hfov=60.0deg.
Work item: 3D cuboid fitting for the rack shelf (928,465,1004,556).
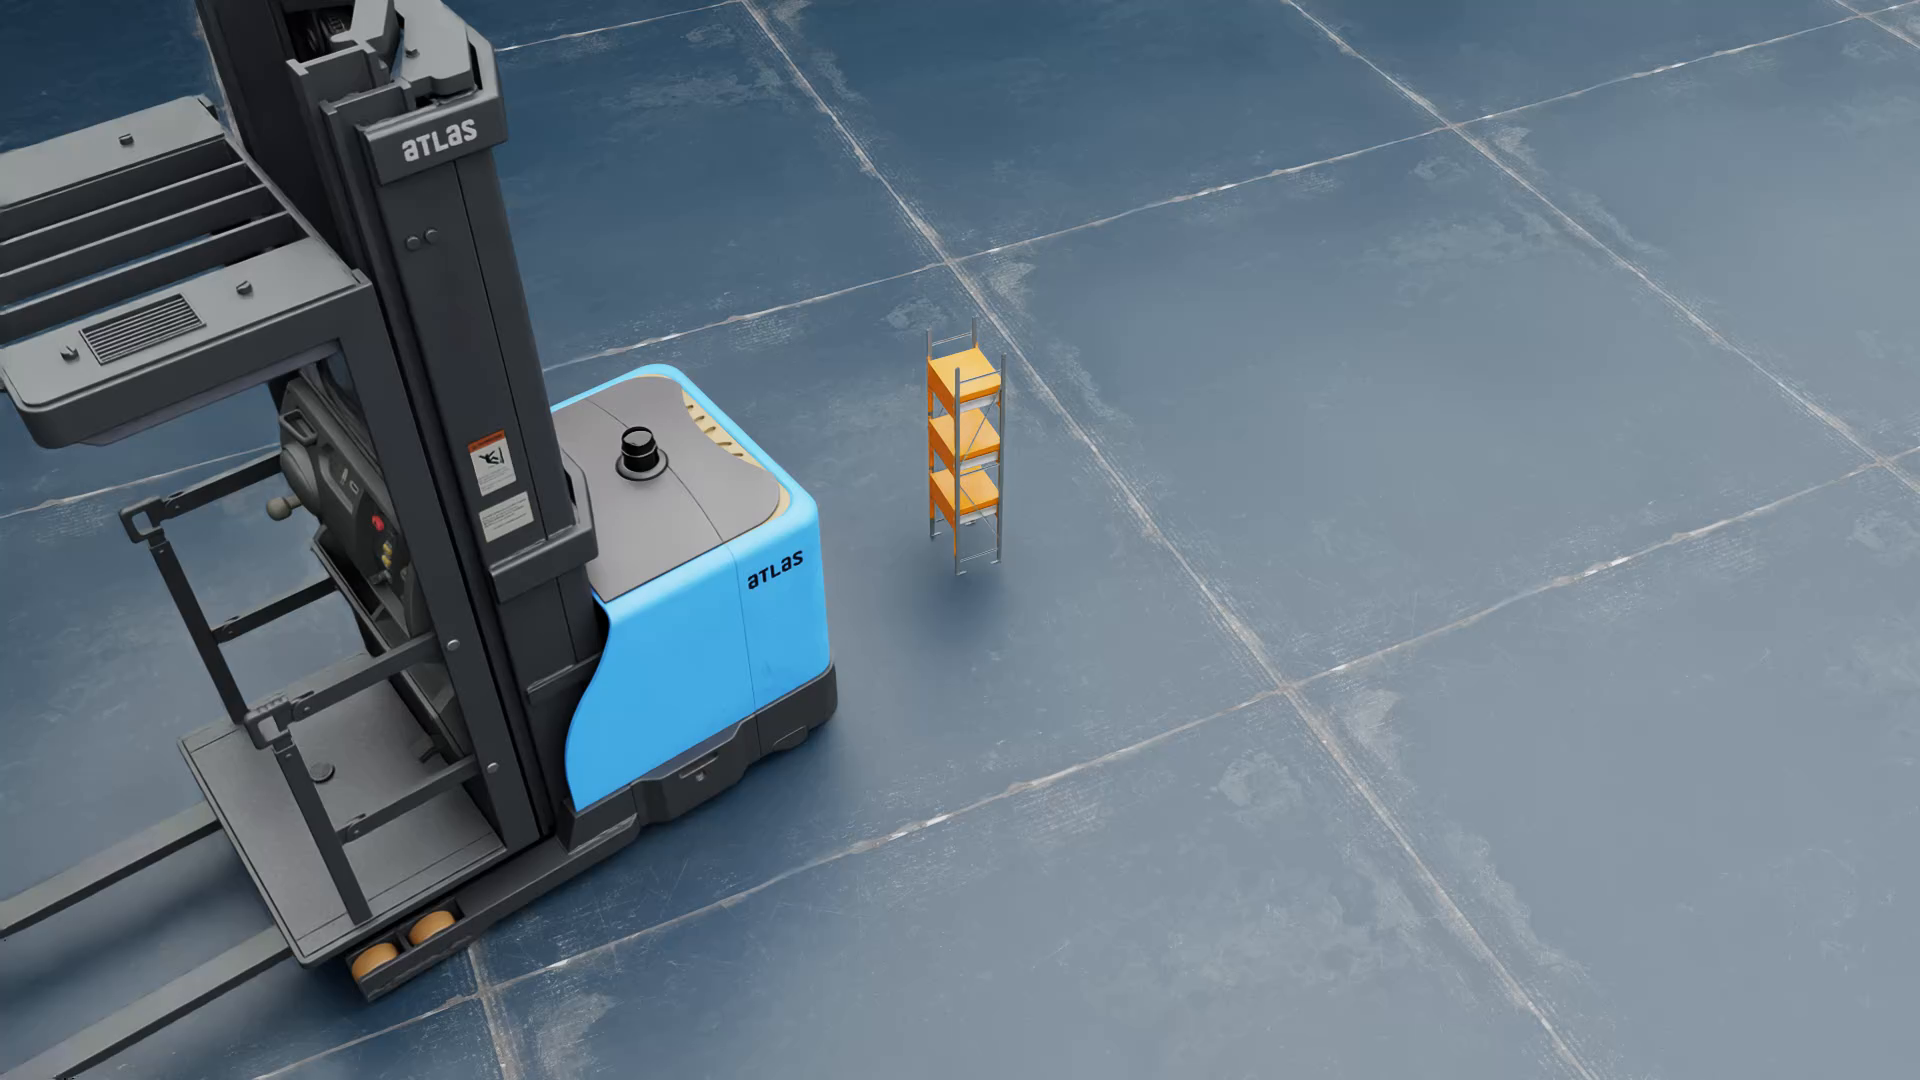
[{"bbox_3d":[0.022,-0.134,6.549,0.215,0.259,0.240,-18,47,-17],"label":"rack shelf"}]

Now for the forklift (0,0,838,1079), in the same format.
[{"bbox_3d":[-1.919,-0.024,4.688,3.031,2.935,1.130,-29,51,-26],"label":"forklift"}]

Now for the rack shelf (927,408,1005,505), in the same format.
[{"bbox_3d":[0.022,-0.332,6.354,0.215,0.259,0.240,-18,47,-17],"label":"rack shelf"}]

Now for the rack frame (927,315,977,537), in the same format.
[{"bbox_3d":[-0.029,-0.417,6.425,0.200,1.050,0.008,-18,47,-17],"label":"rack frame"}]

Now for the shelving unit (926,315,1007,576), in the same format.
[{"bbox_3d":[0.022,-0.340,6.347,0.215,1.050,0.252,-18,47,-17],"label":"shelving unit"}]

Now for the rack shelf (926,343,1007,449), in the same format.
[{"bbox_3d":[0.022,-0.534,6.155,0.215,0.259,0.240,-18,47,-17],"label":"rack shelf"}]

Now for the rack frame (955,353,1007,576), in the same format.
[{"bbox_3d":[0.074,-0.262,6.268,0.200,1.050,0.008,-18,47,-17],"label":"rack frame"}]
